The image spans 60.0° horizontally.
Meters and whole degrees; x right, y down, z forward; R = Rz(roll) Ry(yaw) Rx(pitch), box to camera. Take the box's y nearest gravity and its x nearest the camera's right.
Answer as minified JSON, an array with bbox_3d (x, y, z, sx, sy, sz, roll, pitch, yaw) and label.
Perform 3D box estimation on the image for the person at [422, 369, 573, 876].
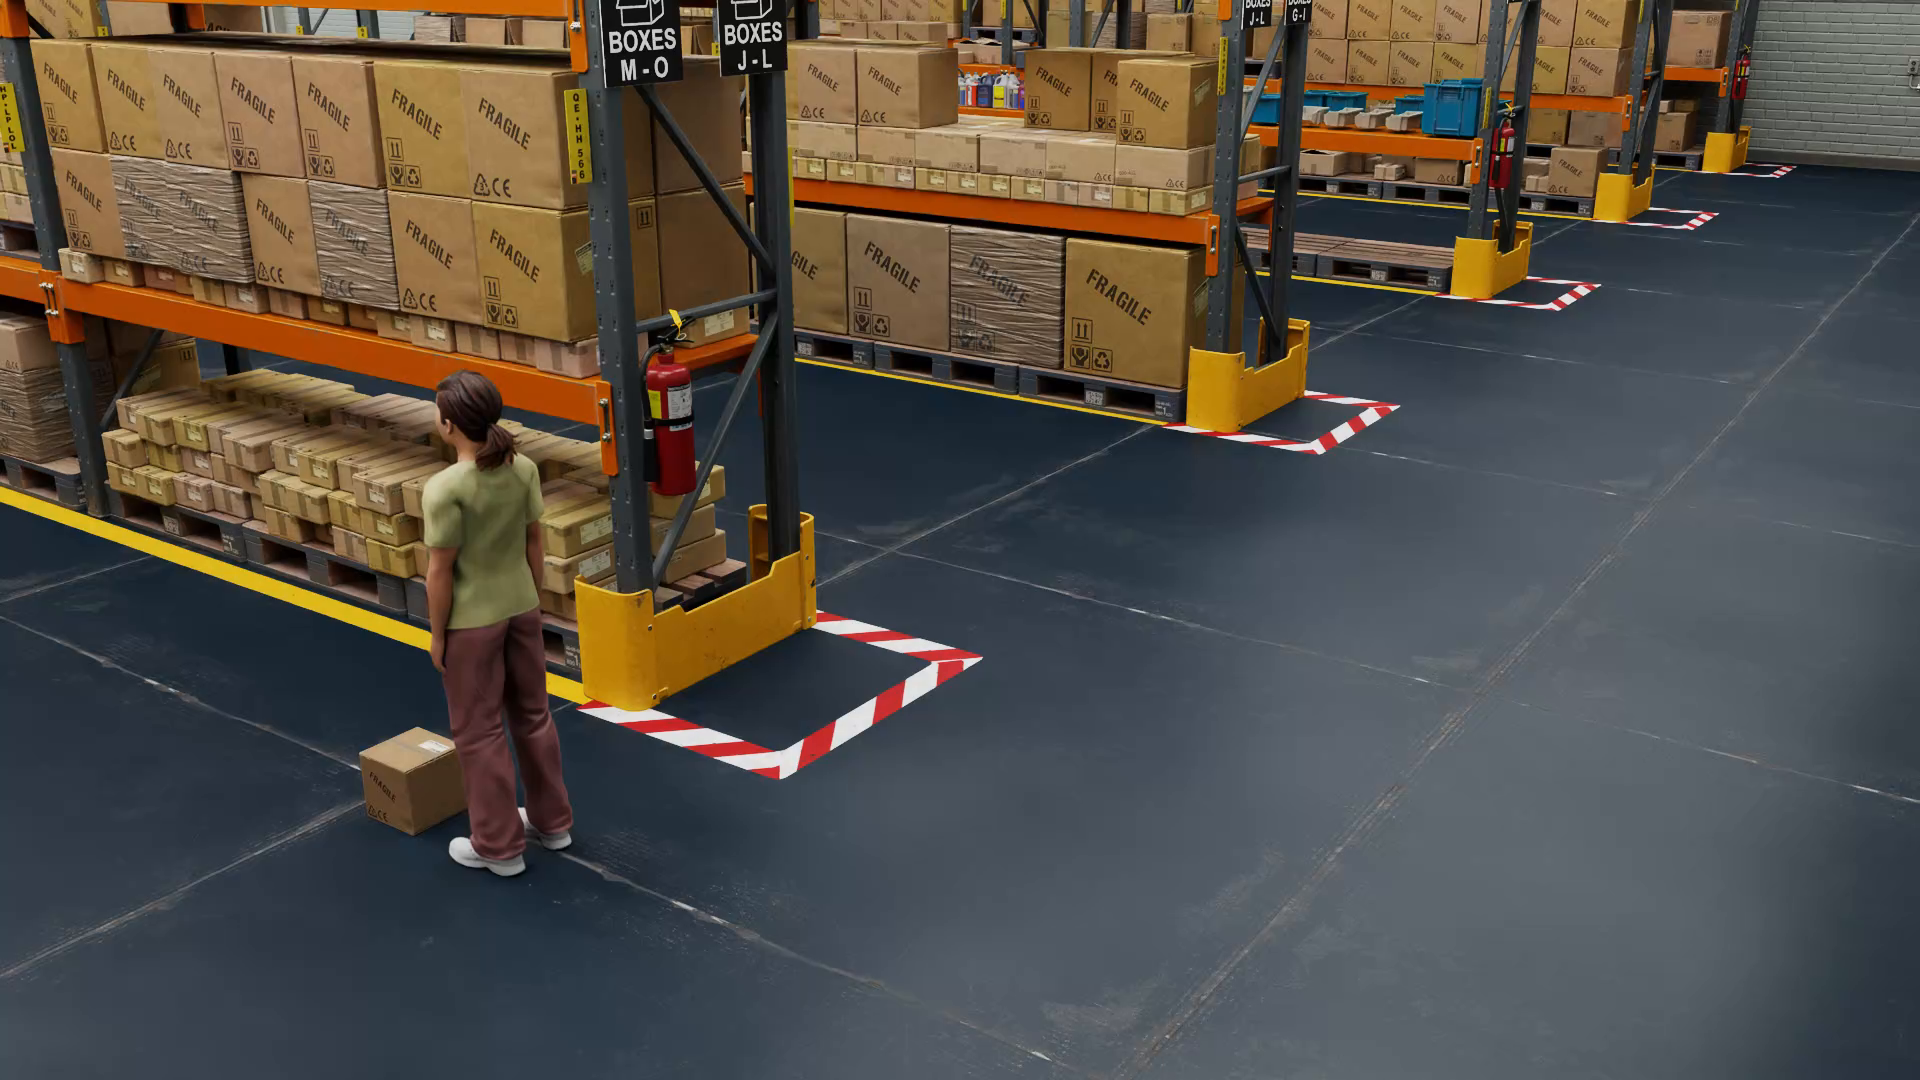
[{"bbox_3d":[-1.507,0.275,5.324,0.354,1.673,0.440,14,24,34],"label":"person"}]
